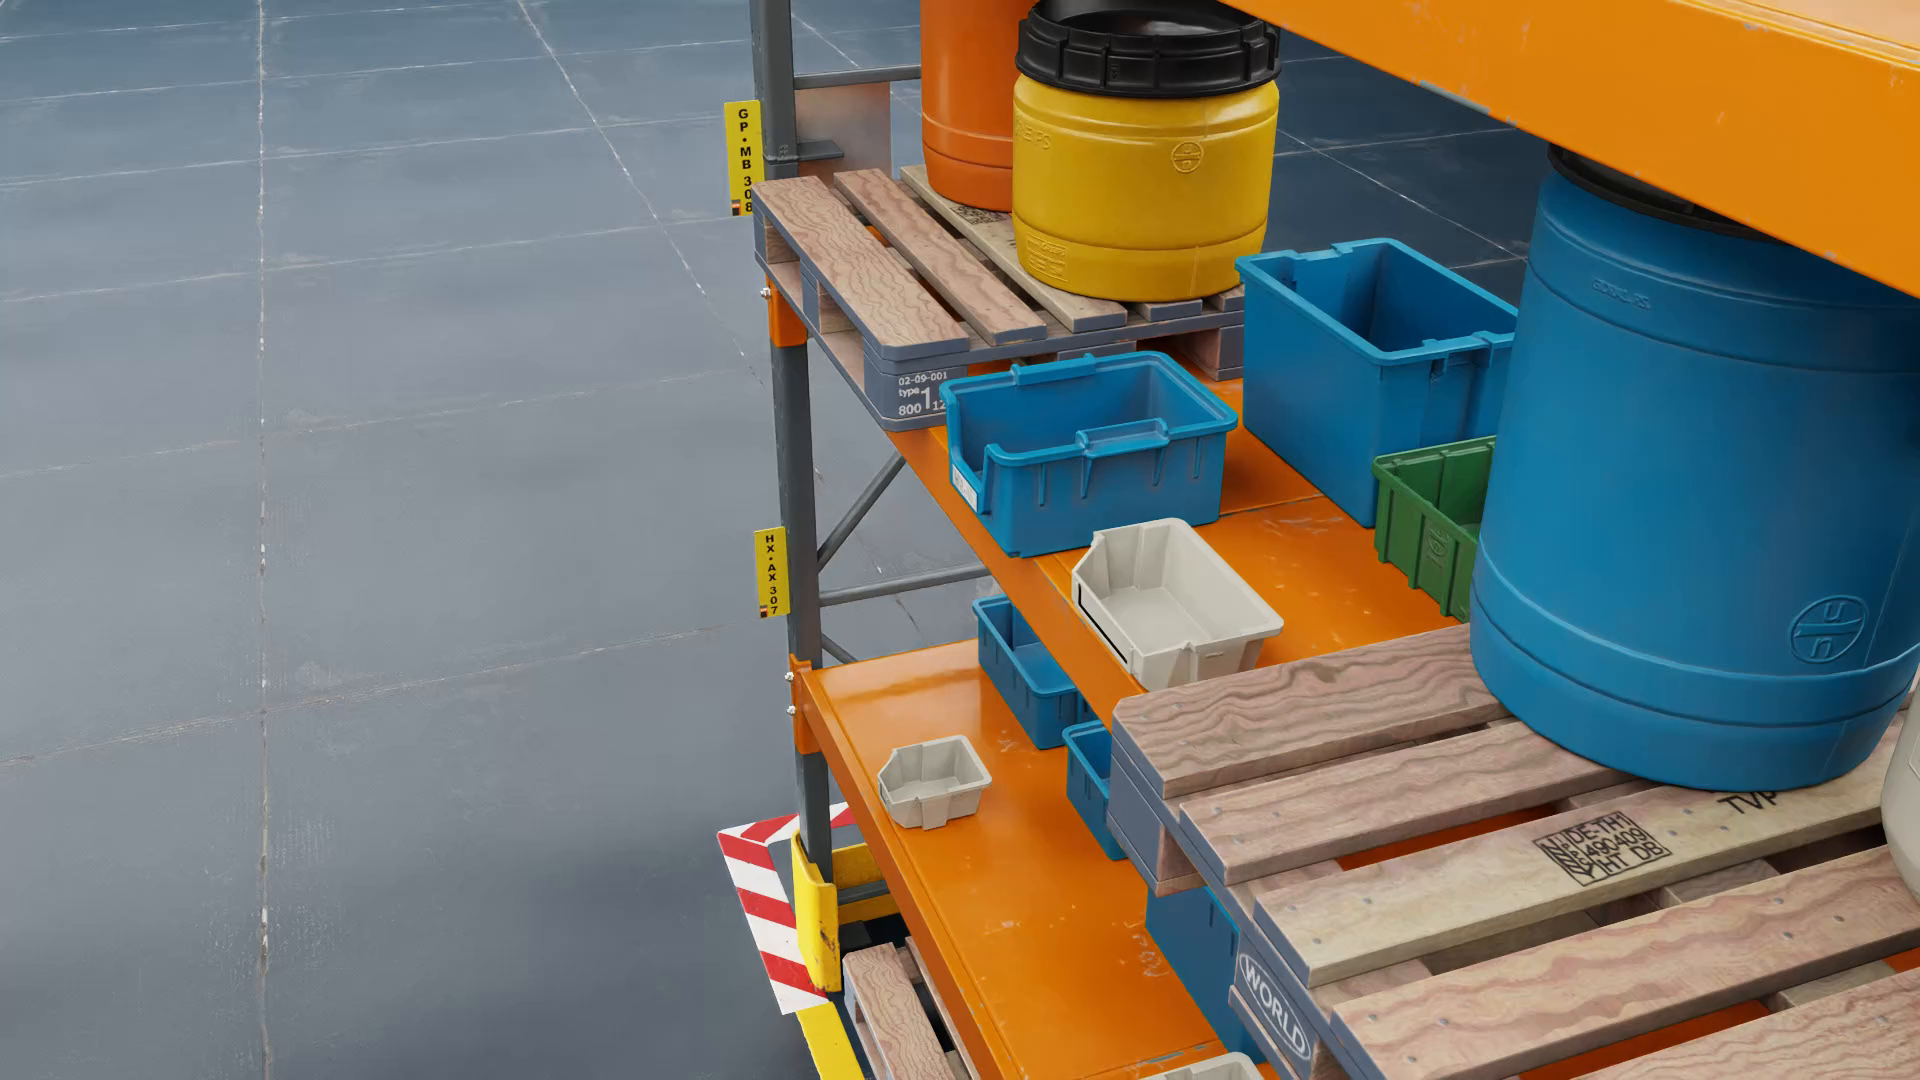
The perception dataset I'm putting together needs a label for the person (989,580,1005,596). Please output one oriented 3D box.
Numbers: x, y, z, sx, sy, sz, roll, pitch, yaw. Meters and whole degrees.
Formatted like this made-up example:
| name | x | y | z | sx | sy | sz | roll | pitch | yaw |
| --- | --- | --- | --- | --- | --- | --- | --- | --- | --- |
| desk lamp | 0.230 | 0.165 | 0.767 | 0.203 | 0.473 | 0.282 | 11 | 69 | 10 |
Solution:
| name | x | y | z | sx | sy | sz | roll | pitch | yaw |
| --- | --- | --- | --- | --- | --- | --- | --- | --- | --- |
| person | 0.327 | -0.225 | 7.690 | 0.658 | 1.594 | 0.581 | -10 | 31 | -17 |
